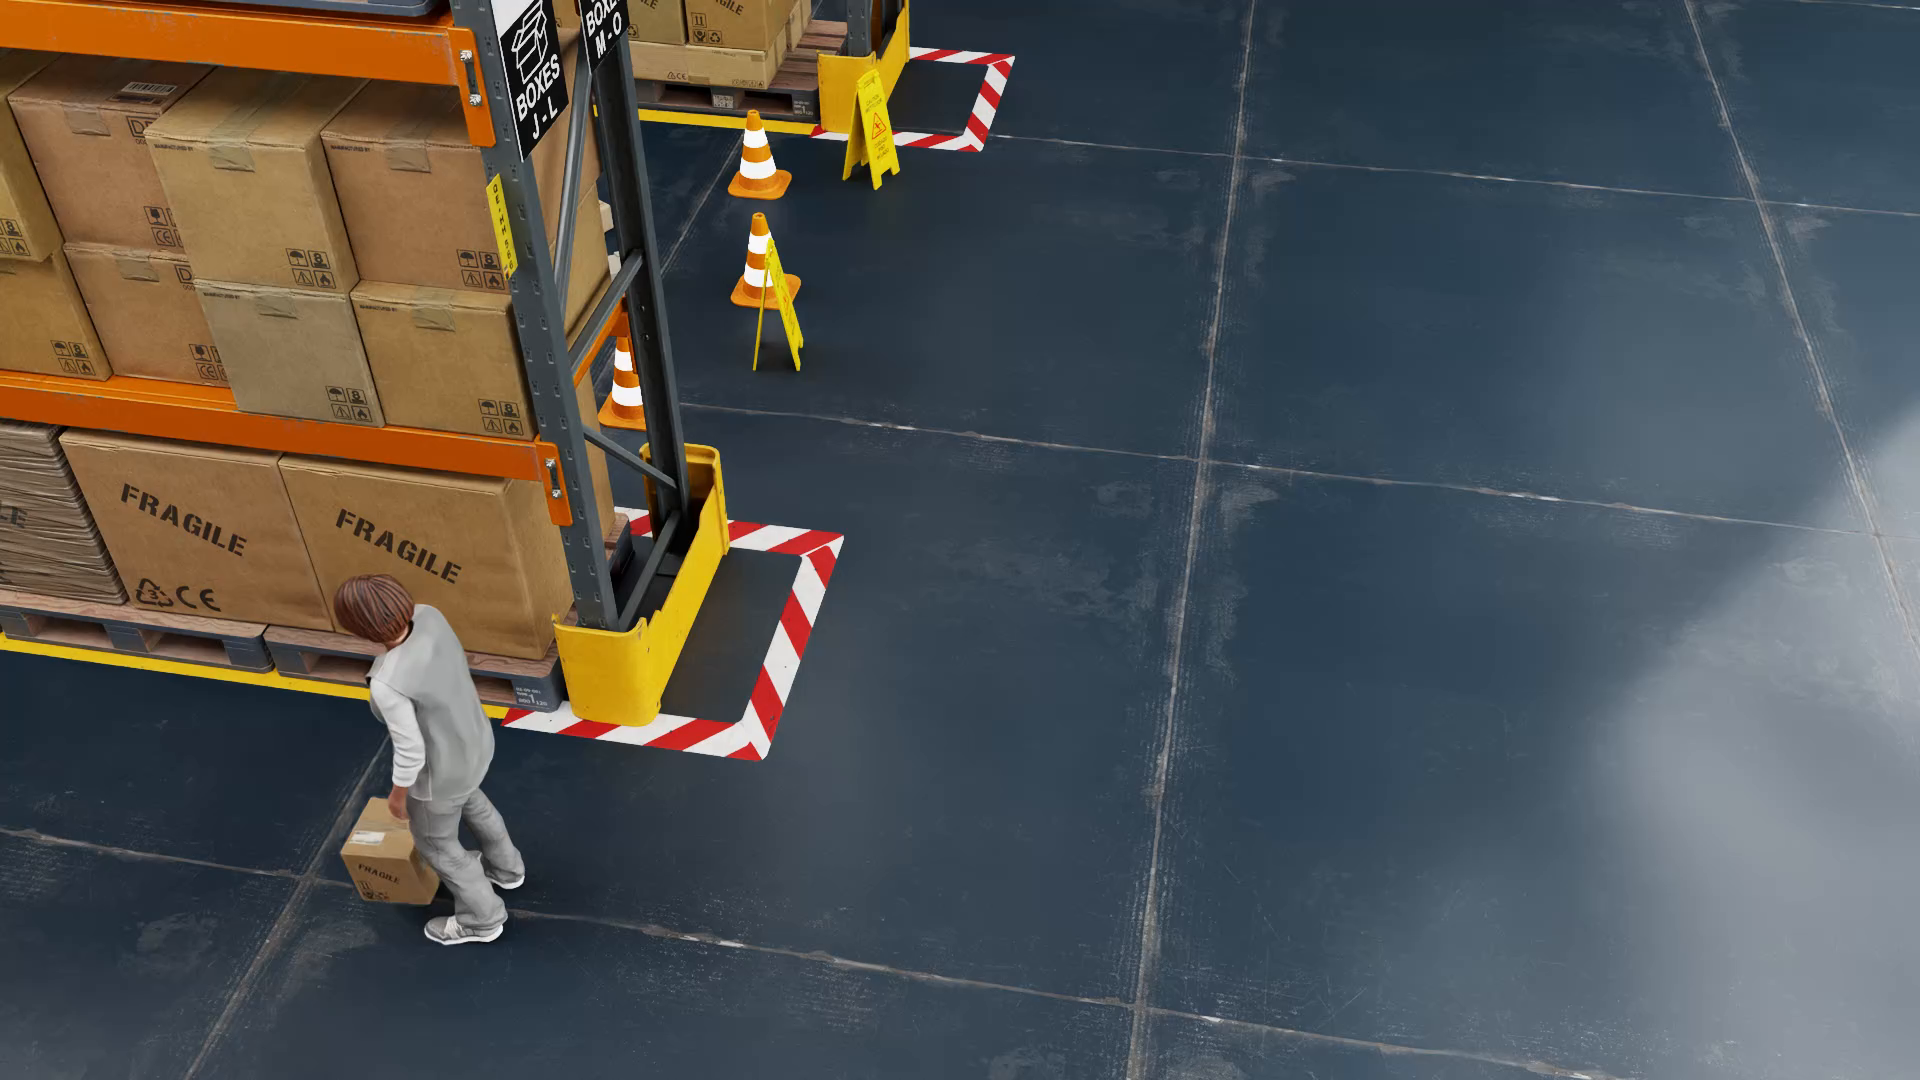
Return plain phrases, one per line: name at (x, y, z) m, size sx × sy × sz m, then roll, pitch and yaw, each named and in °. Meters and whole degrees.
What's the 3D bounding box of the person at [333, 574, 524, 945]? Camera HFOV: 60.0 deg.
person at (-1.677, 0.711, 5.349) m, size 0.342 × 1.595 × 0.456 m, roll 5°, pitch 41°, yaw 6°
